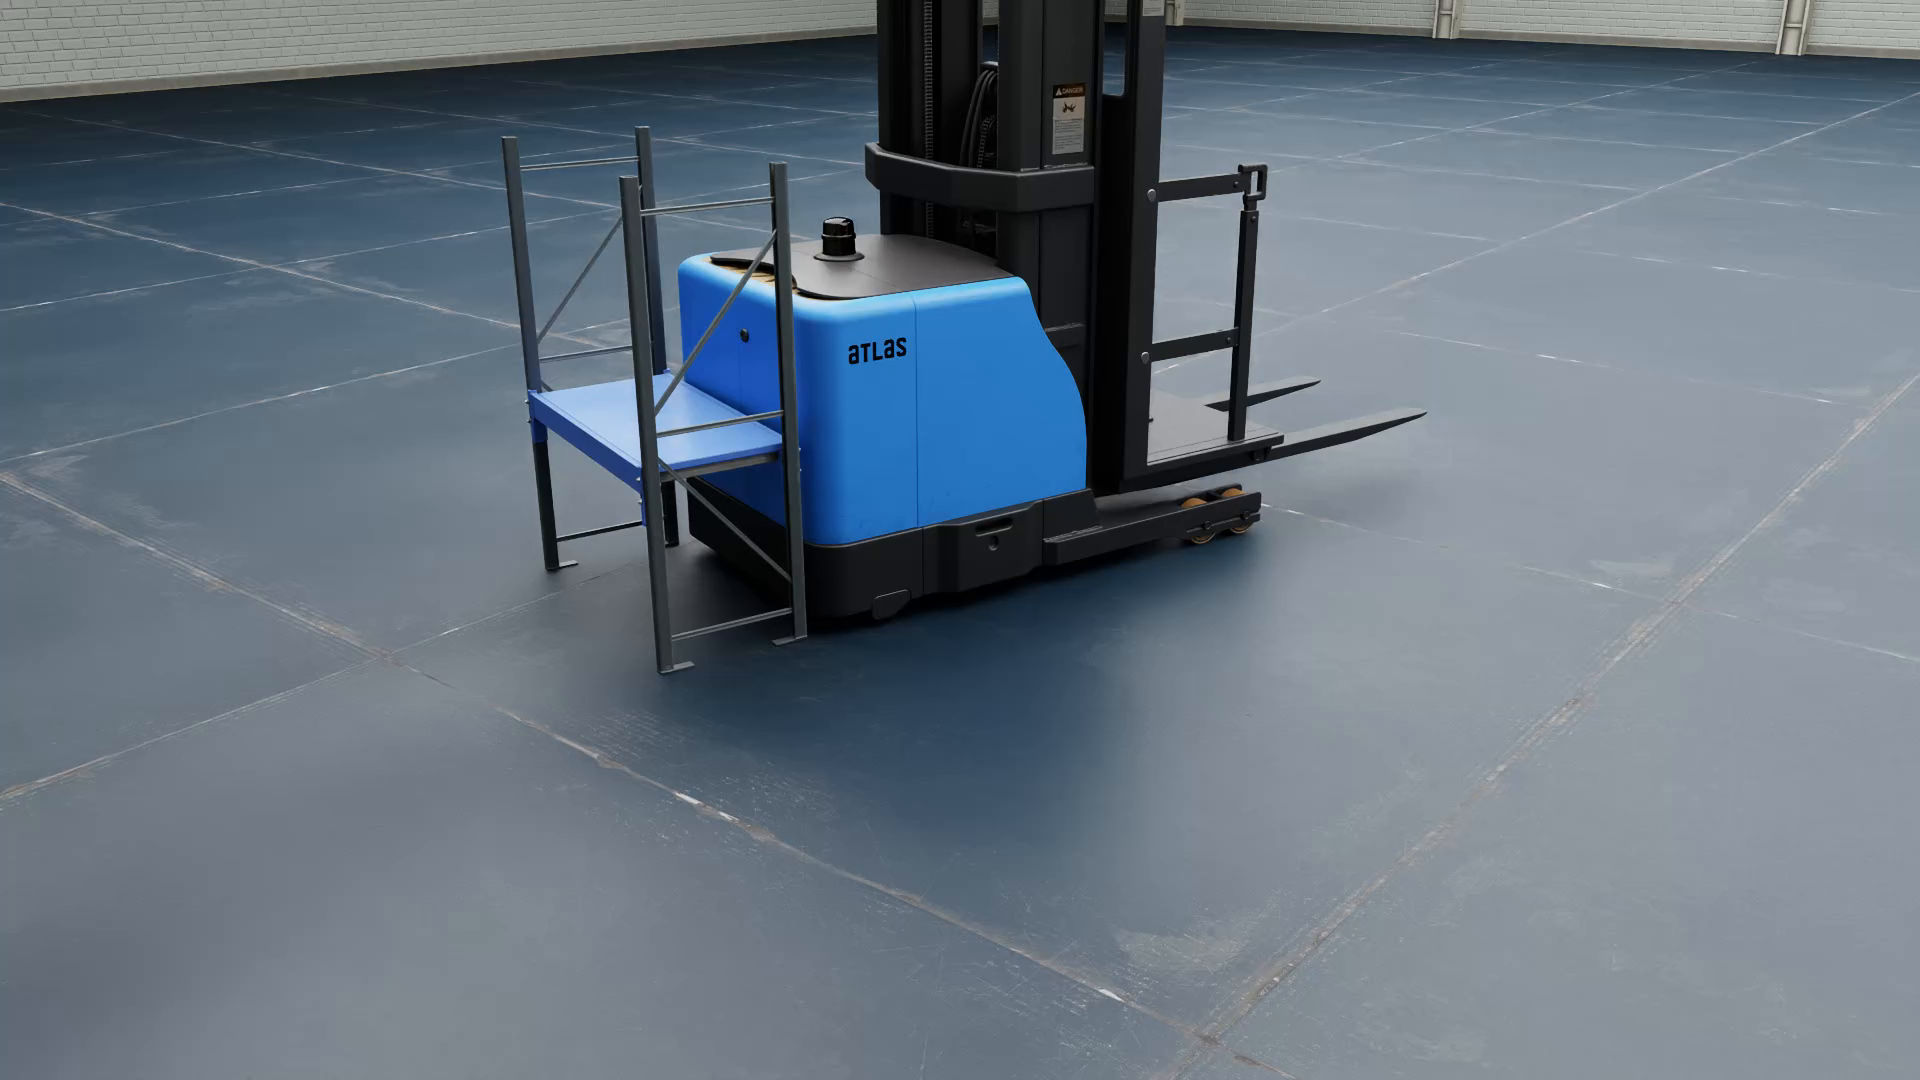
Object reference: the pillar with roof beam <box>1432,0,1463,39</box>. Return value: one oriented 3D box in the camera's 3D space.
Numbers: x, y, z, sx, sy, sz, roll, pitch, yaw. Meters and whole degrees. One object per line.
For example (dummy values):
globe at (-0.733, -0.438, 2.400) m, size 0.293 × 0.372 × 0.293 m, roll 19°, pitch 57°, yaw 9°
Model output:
pillar with roof beam at (6.320, -12.383, 26.251) m, size 0.400 × 9.000 × 9.100 m, roll 16°, pitch 26°, yaw 36°

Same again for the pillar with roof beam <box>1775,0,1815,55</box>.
pillar with roof beam at (10.969, -11.044, 22.701) m, size 0.400 × 9.000 × 9.100 m, roll 16°, pitch 26°, yaw 36°

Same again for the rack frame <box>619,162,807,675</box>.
rack frame at (-0.713, -0.341, 4.942) m, size 0.500 × 1.500 × 0.032 m, roll -13°, pitch 24°, yaw -30°

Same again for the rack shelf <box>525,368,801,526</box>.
rack shelf at (-0.984, -0.325, 5.408) m, size 0.538 × 0.185 × 1.000 m, roll -13°, pitch 24°, yaw -30°

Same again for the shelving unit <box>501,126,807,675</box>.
shelving unit at (-0.985, -0.493, 5.344) m, size 0.538 × 1.500 × 1.048 m, roll -13°, pitch 24°, yaw -30°

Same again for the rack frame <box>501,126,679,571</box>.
rack frame at (-1.257, -0.644, 5.746) m, size 0.500 × 1.500 × 0.032 m, roll -13°, pitch 24°, yaw -30°

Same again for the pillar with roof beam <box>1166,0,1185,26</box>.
pillar with roof beam at (1.672, -13.721, 29.801) m, size 0.400 × 9.000 × 9.100 m, roll 16°, pitch 26°, yaw 36°

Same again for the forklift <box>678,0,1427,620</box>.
forklift at (0.521, -1.497, 5.983) m, size 3.031 × 2.935 × 1.130 m, roll -14°, pitch 25°, yaw -32°
